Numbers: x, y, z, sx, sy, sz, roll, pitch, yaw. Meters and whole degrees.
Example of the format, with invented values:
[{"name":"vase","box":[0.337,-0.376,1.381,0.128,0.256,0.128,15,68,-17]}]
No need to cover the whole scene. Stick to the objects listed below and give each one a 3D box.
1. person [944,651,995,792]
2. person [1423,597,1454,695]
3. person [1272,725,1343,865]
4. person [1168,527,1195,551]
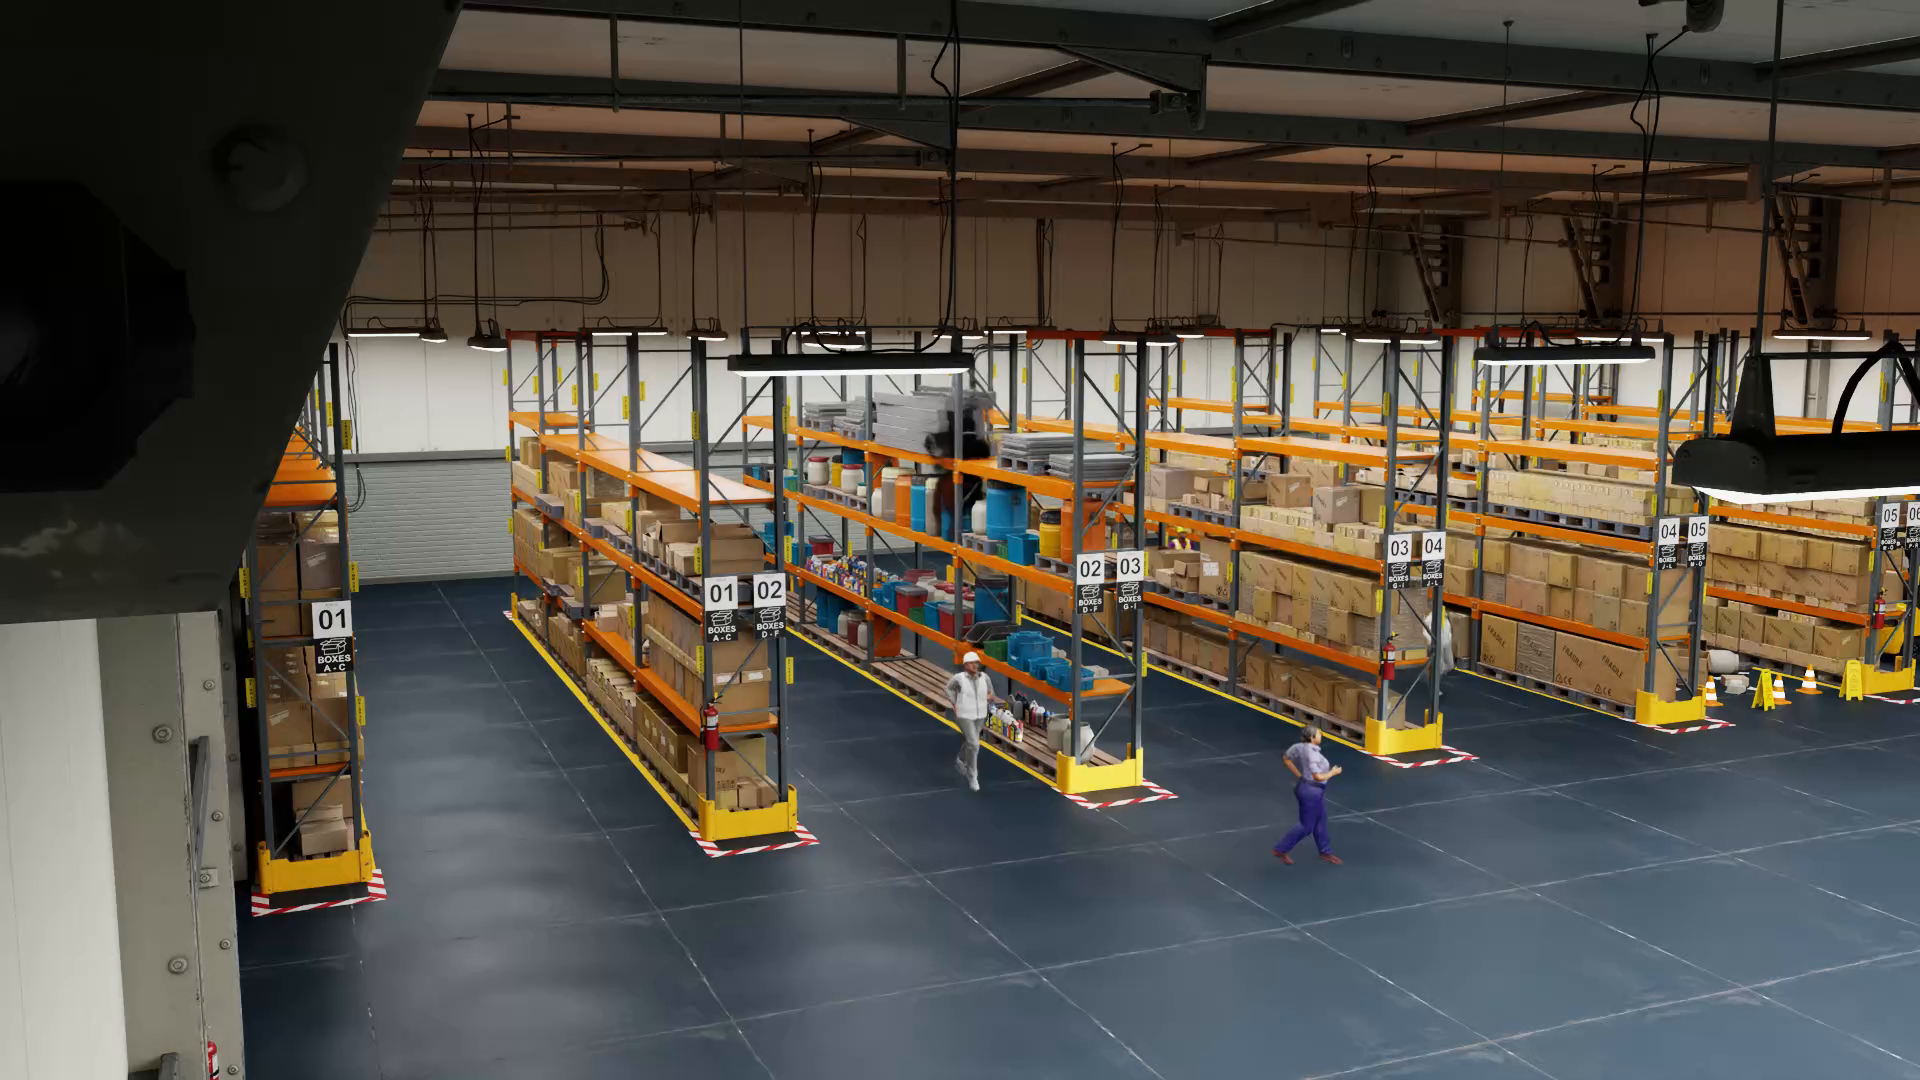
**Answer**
[{"name":"person","box":[0.164,2.395,22.338,0.628,1.843,0.778,-4,9,-30]},{"name":"person","box":[7.997,1.753,27.761,0.623,1.660,0.497,-5,9,-31]},{"name":"person","box":[3.992,2.929,18.986,0.874,1.672,0.598,0,8,-3]},{"name":"person","box":[4.824,0.557,36.229,0.736,1.722,0.605,-3,8,-18]}]
